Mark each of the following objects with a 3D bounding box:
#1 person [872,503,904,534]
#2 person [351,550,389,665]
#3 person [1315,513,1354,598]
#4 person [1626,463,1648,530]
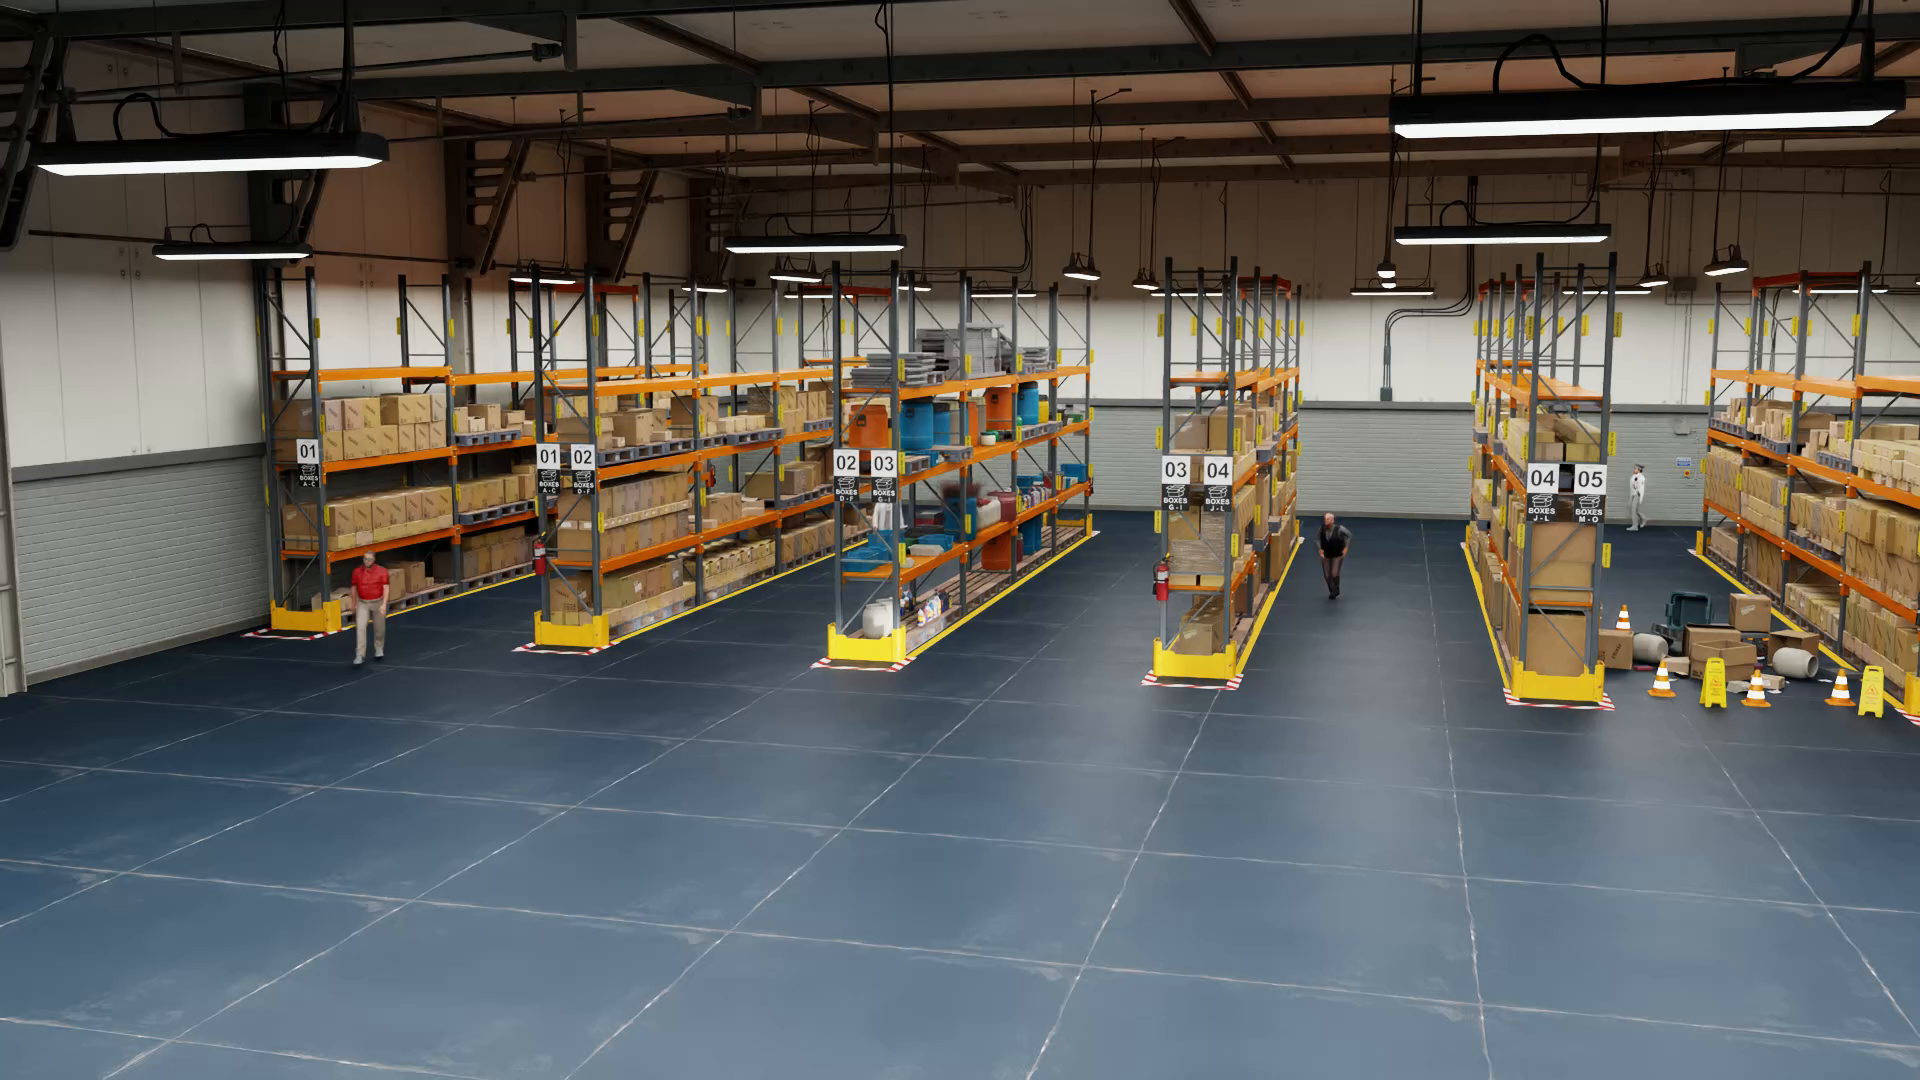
[{"bbox_3d":[-1.501,-0.239,34.491,0.622,1.716,1.171,1,7,11],"label":"person"},{"bbox_3d":[-8.854,0.984,24.964,0.560,1.666,1.030,-3,8,-19],"label":"person"},{"bbox_3d":[6.929,0.295,30.803,0.706,1.626,0.702,3,8,25],"label":"person"},{"bbox_3d":[16.839,-1.074,41.251,0.559,1.672,0.479,0,7,1],"label":"person"}]
